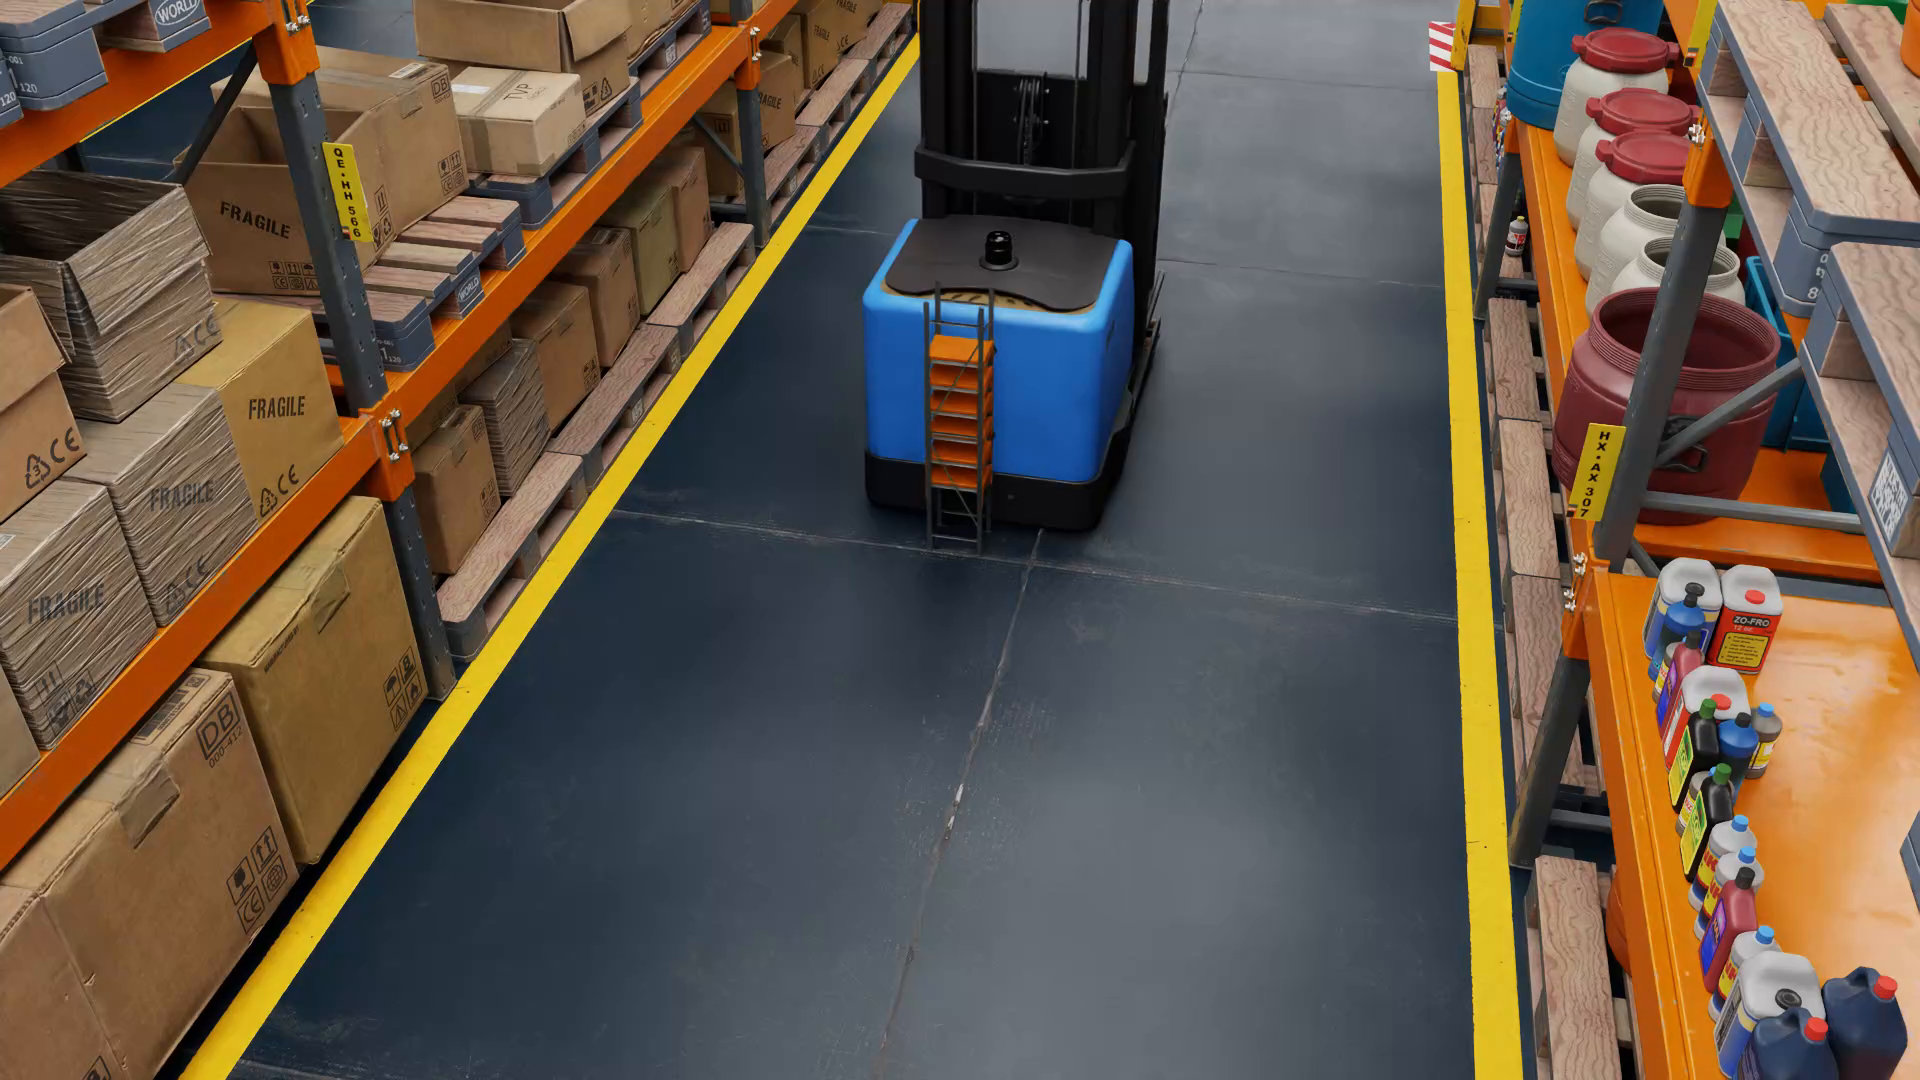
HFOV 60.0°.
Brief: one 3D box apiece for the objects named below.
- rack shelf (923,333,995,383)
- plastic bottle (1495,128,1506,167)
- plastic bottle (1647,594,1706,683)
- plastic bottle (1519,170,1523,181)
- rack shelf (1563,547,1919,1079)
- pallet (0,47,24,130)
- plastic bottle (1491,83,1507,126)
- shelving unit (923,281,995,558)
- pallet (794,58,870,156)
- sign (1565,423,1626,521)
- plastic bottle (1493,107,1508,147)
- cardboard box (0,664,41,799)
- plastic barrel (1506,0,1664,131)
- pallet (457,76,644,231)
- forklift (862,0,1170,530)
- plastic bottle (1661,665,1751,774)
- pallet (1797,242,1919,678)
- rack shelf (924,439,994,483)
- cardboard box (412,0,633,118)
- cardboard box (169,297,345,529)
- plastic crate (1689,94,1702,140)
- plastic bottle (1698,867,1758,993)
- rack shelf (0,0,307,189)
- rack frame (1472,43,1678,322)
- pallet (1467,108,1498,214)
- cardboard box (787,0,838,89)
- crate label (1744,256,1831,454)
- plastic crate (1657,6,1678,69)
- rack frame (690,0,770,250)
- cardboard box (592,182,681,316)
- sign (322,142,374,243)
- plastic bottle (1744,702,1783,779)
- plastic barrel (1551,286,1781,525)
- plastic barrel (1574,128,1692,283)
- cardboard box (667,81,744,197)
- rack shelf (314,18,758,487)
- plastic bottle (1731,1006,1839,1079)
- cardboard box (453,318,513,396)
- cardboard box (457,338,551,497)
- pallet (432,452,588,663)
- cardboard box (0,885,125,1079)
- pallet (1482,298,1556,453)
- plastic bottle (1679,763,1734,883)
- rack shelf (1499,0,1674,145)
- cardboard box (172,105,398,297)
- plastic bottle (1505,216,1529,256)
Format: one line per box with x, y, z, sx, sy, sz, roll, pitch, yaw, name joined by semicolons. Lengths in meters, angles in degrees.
-0.003;-0.735;6.704;0.258;0.103;0.180;8;37;11;rack shelf
3.260;-2.352;9.890;0.097;0.271;0.097;0;36;0;plastic bottle
1.921;0.260;4.445;0.097;0.271;0.097;0;36;0;plastic bottle
3.133;-1.977;9.304;0.144;0.351;0.185;6;36;8;plastic bottle
1.954;1.375;3.410;1.077;0.370;4.000;7;37;10;rack shelf
-2.779;-0.805;3.409;1.003;0.211;1.213;9;37;12;pallet
3.398;-2.722;10.400;0.097;0.271;0.097;0;36;0;plastic bottle
-0.003;-0.479;6.889;0.258;1.200;0.189;8;37;11;shelving unit
-1.236;-2.939;11.125;1.003;0.211;1.213;7;37;10;pallet
1.842;-0.194;4.823;0.100;0.325;0.005;7;37;10;sign
3.325;-2.526;10.129;0.097;0.271;0.097;0;36;0;plastic bottle
-2.650;0.464;3.968;0.500;0.500;0.500;8;37;11;cardboard box
2.857;-2.376;7.545;0.600;0.901;0.708;7;37;10;plastic barrel
-2.075;-1.746;7.267;1.003;0.211;1.213;7;37;10;pallet
0.418;-2.094;7.642;1.130;2.935;3.031;8;37;11;forklift
1.874;0.460;4.165;0.152;0.276;0.135;7;37;10;plastic bottle
1.838;-0.020;2.327;1.003;0.211;1.213;7;37;10;pallet
-0.003;-0.346;6.986;0.258;0.103;0.180;8;37;11;rack shelf
-1.883;-2.184;7.261;0.797;0.503;0.637;11;37;15;cardboard box
-2.321;-0.410;5.175;0.500;0.500;0.500;8;37;11;cardboard box
3.304;-1.678;7.023;0.392;0.384;0.575;7;37;10;plastic crate
1.682;0.849;3.623;0.061;0.283;0.133;7;37;10;plastic bottle
-2.885;-0.461;3.386;1.077;0.370;4.000;7;37;10;rack shelf
3.236;-2.356;7.945;1.000;3.000;0.127;7;37;10;rack frame
3.678;-2.309;10.255;1.003;0.211;1.213;7;37;10;pallet
-1.145;-3.369;11.114;0.500;0.500;0.500;11;37;14;cardboard box
2.858;-0.613;5.510;0.502;0.435;0.616;7;37;10;crate label
3.472;-2.615;8.355;0.767;0.338;0.504;7;37;10;plastic crate
-1.603;-2.977;8.802;1.000;3.000;0.127;7;37;10;rack frame
-1.876;-1.523;8.550;0.700;0.500;0.500;7;37;10;cardboard box
-1.915;-1.085;5.204;0.100;0.325;0.005;7;37;10;sign
2.000;0.495;4.180;0.097;0.201;0.097;0;36;0;plastic bottle
2.184;-0.422;5.160;0.600;0.536;0.708;7;37;10;plastic barrel
2.568;-1.222;6.264;0.433;0.535;0.433;0;36;0;plastic barrel
-1.479;-2.359;9.721;0.500;0.500;0.500;6;36;9;cardboard box
-2.030;-1.539;7.431;1.077;0.370;4.000;7;37;10;rack shelf
1.639;1.051;3.286;0.144;0.351;0.185;7;37;10;plastic bottle
-2.240;-0.847;6.978;0.500;0.250;0.500;11;37;15;cardboard box
-2.228;-0.556;7.216;0.700;0.500;0.500;4;36;6;cardboard box
-2.289;-0.003;7.074;1.003;0.211;1.213;7;37;10;pallet
-3.005;1.418;4.190;1.225;0.875;0.875;6;36;8;cardboard box
3.106;-0.772;8.135;1.003;0.211;1.213;7;37;10;pallet
1.752;0.660;3.882;0.061;0.283;0.133;7;37;10;plastic bottle
3.663;-3.212;9.738;1.077;0.370;4.000;7;37;10;rack shelf
-2.381;-1.209;5.919;0.500;0.500;0.500;3;36;4;cardboard box
3.009;-1.648;8.978;0.097;0.201;0.097;0;36;0;plastic bottle
